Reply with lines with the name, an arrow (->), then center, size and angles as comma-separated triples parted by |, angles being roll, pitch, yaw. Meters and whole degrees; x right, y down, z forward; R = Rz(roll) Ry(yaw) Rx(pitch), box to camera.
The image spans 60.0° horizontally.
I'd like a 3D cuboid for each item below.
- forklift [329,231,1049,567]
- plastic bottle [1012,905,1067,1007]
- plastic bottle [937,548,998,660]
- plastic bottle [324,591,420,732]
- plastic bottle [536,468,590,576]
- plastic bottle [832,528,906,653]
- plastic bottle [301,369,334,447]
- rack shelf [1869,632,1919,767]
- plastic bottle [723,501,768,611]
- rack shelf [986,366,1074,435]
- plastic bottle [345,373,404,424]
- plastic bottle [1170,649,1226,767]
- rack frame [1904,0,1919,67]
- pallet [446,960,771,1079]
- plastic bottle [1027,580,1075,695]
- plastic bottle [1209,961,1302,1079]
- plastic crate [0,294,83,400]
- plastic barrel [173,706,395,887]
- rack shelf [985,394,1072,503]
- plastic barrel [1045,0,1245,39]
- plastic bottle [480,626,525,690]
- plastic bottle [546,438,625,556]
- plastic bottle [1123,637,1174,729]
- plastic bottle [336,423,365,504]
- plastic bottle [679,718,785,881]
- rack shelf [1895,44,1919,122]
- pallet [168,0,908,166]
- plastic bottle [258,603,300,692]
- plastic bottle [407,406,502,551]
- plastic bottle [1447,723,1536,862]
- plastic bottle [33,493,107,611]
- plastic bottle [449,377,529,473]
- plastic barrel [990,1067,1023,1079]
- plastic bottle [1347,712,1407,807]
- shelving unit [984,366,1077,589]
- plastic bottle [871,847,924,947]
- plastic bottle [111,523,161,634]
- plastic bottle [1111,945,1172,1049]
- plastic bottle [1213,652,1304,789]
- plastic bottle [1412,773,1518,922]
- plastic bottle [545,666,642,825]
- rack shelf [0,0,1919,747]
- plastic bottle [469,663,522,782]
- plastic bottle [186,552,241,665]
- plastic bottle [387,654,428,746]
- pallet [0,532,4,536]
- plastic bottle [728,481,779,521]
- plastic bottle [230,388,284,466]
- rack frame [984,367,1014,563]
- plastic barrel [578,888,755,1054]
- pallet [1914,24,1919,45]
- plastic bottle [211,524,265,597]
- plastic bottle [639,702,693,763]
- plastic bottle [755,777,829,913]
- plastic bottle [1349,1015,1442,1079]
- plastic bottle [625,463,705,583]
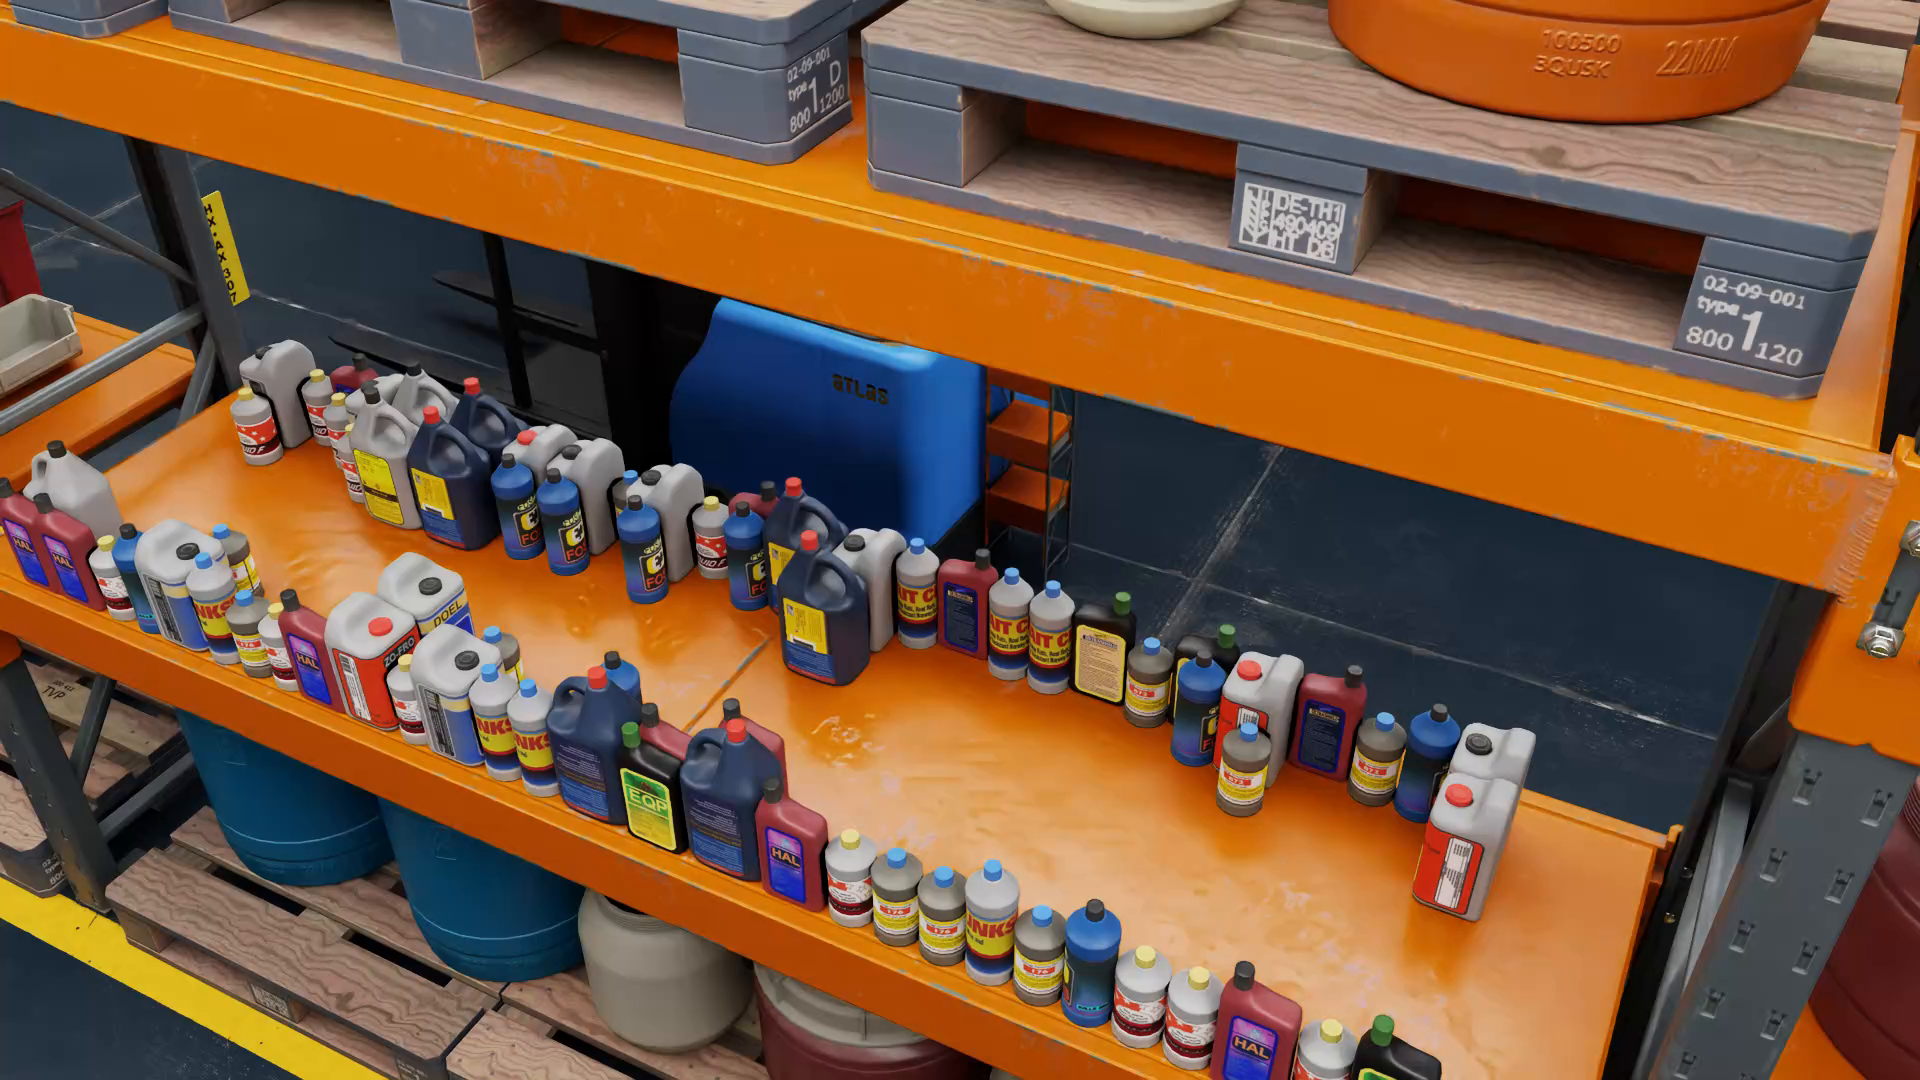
forklift -> -1.185, -1.574, 5.899 | 3.031, 2.935, 1.130 | 19, 41, 23
plastic bottle -> 0.144, 0.731, 2.970 | 0.097, 0.201, 0.097 | 0, 37, 0
plastic bottle -> 0.017, 0.130, 3.695 | 0.133, 0.283, 0.061 | 17, 41, 21
plastic bottle -> -1.236, 0.251, 3.541 | 0.135, 0.276, 0.152 | 17, 41, 21
plastic bottle -> -0.945, -0.051, 3.942 | 0.097, 0.271, 0.097 | 0, 37, 0
plastic bottle -> -0.209, 0.093, 3.749 | 0.135, 0.276, 0.152 | 17, 41, 21
plastic bottle -> -1.680, -0.357, 4.403 | 0.097, 0.201, 0.097 | 0, 37, 0
rack shelf -> 3.034, 0.371, 1.395 | 4.000, 0.370, 1.077 | 17, 41, 21
plastic bottle -> -0.492, 0.029, 3.837 | 0.097, 0.271, 0.097 | 0, 37, 0
rack shelf -> 0.245, -0.548, 5.651 | 0.240, 0.259, 0.215 | 19, 41, 23
plastic bottle -> -1.471, -0.302, 4.270 | 0.135, 0.276, 0.152 | 17, 41, 21
plastic bottle -> 0.493, 0.337, 3.431 | 0.097, 0.271, 0.097 | 0, 37, 0
rack frame -> 3.535, -1.936, 6.320 | 0.127, 3.000, 1.000 | 17, 41, 21
pallet -> -0.541, 1.297, 4.367 | 1.213, 0.211, 1.003 | 17, 41, 21
plastic bottle -> 0.198, 0.203, 3.608 | 0.097, 0.271, 0.097 | 0, 37, 0
plastic bottle -> 0.497, 0.822, 2.783 | 0.133, 0.283, 0.061 | 17, 41, 21
plastic crate -> -2.642, -0.514, 4.615 | 0.243, 0.136, 0.396 | 17, 41, 21
plastic barrel -> -1.819, 0.440, 4.578 | 0.708, 0.901, 0.600 | 17, 41, 21
rack shelf -> 0.245, -0.322, 5.823 | 0.240, 0.259, 0.215 | 19, 41, 23
plastic barrel -> 0.238, -0.804, 2.114 | 0.301, 0.262, 0.301 | 0, 37, 0
plastic bottle -> -0.989, 0.273, 3.574 | 0.097, 0.201, 0.097 | 0, 37, 0
plastic bottle -> -0.904, -0.125, 4.036 | 0.135, 0.276, 0.152 | 17, 41, 21
plastic bottle -> 0.402, 0.295, 3.544 | 0.097, 0.201, 0.097 | 0, 37, 0
plastic bottle -> -1.512, -0.200, 4.198 | 0.097, 0.201, 0.097 | 0, 37, 0
plastic bottle -> -0.435, 0.475, 3.185 | 0.185, 0.351, 0.144 | 17, 41, 21
rack shelf -> 5.311, -1.094, 5.805 | 4.000, 0.370, 1.077 | 17, 41, 21
pallet -> -0.545, -1.030, 2.801 | 1.213, 0.211, 1.003 | 17, 41, 21
plastic bottle -> -1.470, 0.226, 3.636 | 0.097, 0.201, 0.097 | 0, 37, 0
plastic bottle -> -1.230, -0.161, 4.022 | 0.185, 0.351, 0.144 | 17, 41, 21
plastic bottle -> 1.022, 0.478, 3.241 | 0.135, 0.276, 0.152 | 17, 41, 21
plastic bottle -> -2.046, 0.025, 3.832 | 0.133, 0.283, 0.061 | 17, 41, 21
plastic bottle -> -1.163, -0.238, 4.124 | 0.185, 0.351, 0.144 | 17, 41, 21
plastic barrel -> 0.273, 1.311, 3.753 | 0.421, 0.512, 0.421 | 0, 37, 0
plastic bottle -> 0.845, 0.434, 3.362 | 0.097, 0.201, 0.097 | 0, 37, 0
shelving unit -> 0.245, -0.330, 5.816 | 0.252, 1.050, 0.215 | 19, 41, 23
plastic bottle -> -0.115, 0.650, 3.077 | 0.097, 0.201, 0.097 | 0, 37, 0
plastic bottle -> -1.849, 0.079, 3.771 | 0.097, 0.271, 0.097 | 0, 37, 0
plastic bottle -> 0.317, 0.785, 2.899 | 0.097, 0.201, 0.097 | 0, 37, 0
plastic bottle -> 0.611, 0.350, 3.411 | 0.135, 0.276, 0.152 | 17, 41, 21
plastic bottle -> 0.952, 0.560, 3.134 | 0.135, 0.276, 0.152 | 17, 41, 21
plastic bottle -> -0.717, 0.386, 3.301 | 0.185, 0.351, 0.144 | 17, 41, 21
rack shelf -> -0.518, -0.742, 2.860 | 4.000, 0.370, 1.077 | 17, 41, 21
plastic bottle -> -0.940, 0.364, 3.396 | 0.097, 0.271, 0.097 | 0, 37, 0
plastic bottle -> -1.643, 0.144, 3.686 | 0.097, 0.271, 0.097 | 0, 37, 0
plastic bottle -> -1.146, 0.327, 3.502 | 0.097, 0.201, 0.097 | 0, 37, 0
pallet -> -4.052, 0.199, 5.813 | 1.213, 0.211, 1.003 | 17, 41, 21
plastic bottle -> -0.472, -0.023, 3.896 | 0.133, 0.283, 0.061 | 17, 41, 21
plastic bottle -> -1.836, -0.302, 4.331 | 0.097, 0.201, 0.097 | 0, 37, 0
rack frame -> 0.139, -0.366, 5.864 | 0.008, 1.050, 0.200 | 19, 41, 23
plastic barrel -> -0.730, 0.997, 4.167 | 0.421, 0.512, 0.421 | 0, 37, 0
pallet -> 6.572, -3.201, 10.292 | 1.213, 0.211, 1.003 | 17, 41, 21
plastic bottle -> -1.693, 0.053, 3.864 | 0.097, 0.201, 0.097 | 0, 37, 0
plastic bottle -> -0.567, 0.447, 3.277 | 0.133, 0.283, 0.061 | 17, 41, 21
plastic bottle -> -0.313, 0.568, 3.117 | 0.133, 0.283, 0.061 | 17, 41, 21
plastic bottle -> 0.702, 0.886, 2.699 | 0.133, 0.283, 0.061 | 17, 41, 21
plastic bottle -> -0.698, -0.060, 3.951 | 0.135, 0.276, 0.152 | 17, 41, 21
